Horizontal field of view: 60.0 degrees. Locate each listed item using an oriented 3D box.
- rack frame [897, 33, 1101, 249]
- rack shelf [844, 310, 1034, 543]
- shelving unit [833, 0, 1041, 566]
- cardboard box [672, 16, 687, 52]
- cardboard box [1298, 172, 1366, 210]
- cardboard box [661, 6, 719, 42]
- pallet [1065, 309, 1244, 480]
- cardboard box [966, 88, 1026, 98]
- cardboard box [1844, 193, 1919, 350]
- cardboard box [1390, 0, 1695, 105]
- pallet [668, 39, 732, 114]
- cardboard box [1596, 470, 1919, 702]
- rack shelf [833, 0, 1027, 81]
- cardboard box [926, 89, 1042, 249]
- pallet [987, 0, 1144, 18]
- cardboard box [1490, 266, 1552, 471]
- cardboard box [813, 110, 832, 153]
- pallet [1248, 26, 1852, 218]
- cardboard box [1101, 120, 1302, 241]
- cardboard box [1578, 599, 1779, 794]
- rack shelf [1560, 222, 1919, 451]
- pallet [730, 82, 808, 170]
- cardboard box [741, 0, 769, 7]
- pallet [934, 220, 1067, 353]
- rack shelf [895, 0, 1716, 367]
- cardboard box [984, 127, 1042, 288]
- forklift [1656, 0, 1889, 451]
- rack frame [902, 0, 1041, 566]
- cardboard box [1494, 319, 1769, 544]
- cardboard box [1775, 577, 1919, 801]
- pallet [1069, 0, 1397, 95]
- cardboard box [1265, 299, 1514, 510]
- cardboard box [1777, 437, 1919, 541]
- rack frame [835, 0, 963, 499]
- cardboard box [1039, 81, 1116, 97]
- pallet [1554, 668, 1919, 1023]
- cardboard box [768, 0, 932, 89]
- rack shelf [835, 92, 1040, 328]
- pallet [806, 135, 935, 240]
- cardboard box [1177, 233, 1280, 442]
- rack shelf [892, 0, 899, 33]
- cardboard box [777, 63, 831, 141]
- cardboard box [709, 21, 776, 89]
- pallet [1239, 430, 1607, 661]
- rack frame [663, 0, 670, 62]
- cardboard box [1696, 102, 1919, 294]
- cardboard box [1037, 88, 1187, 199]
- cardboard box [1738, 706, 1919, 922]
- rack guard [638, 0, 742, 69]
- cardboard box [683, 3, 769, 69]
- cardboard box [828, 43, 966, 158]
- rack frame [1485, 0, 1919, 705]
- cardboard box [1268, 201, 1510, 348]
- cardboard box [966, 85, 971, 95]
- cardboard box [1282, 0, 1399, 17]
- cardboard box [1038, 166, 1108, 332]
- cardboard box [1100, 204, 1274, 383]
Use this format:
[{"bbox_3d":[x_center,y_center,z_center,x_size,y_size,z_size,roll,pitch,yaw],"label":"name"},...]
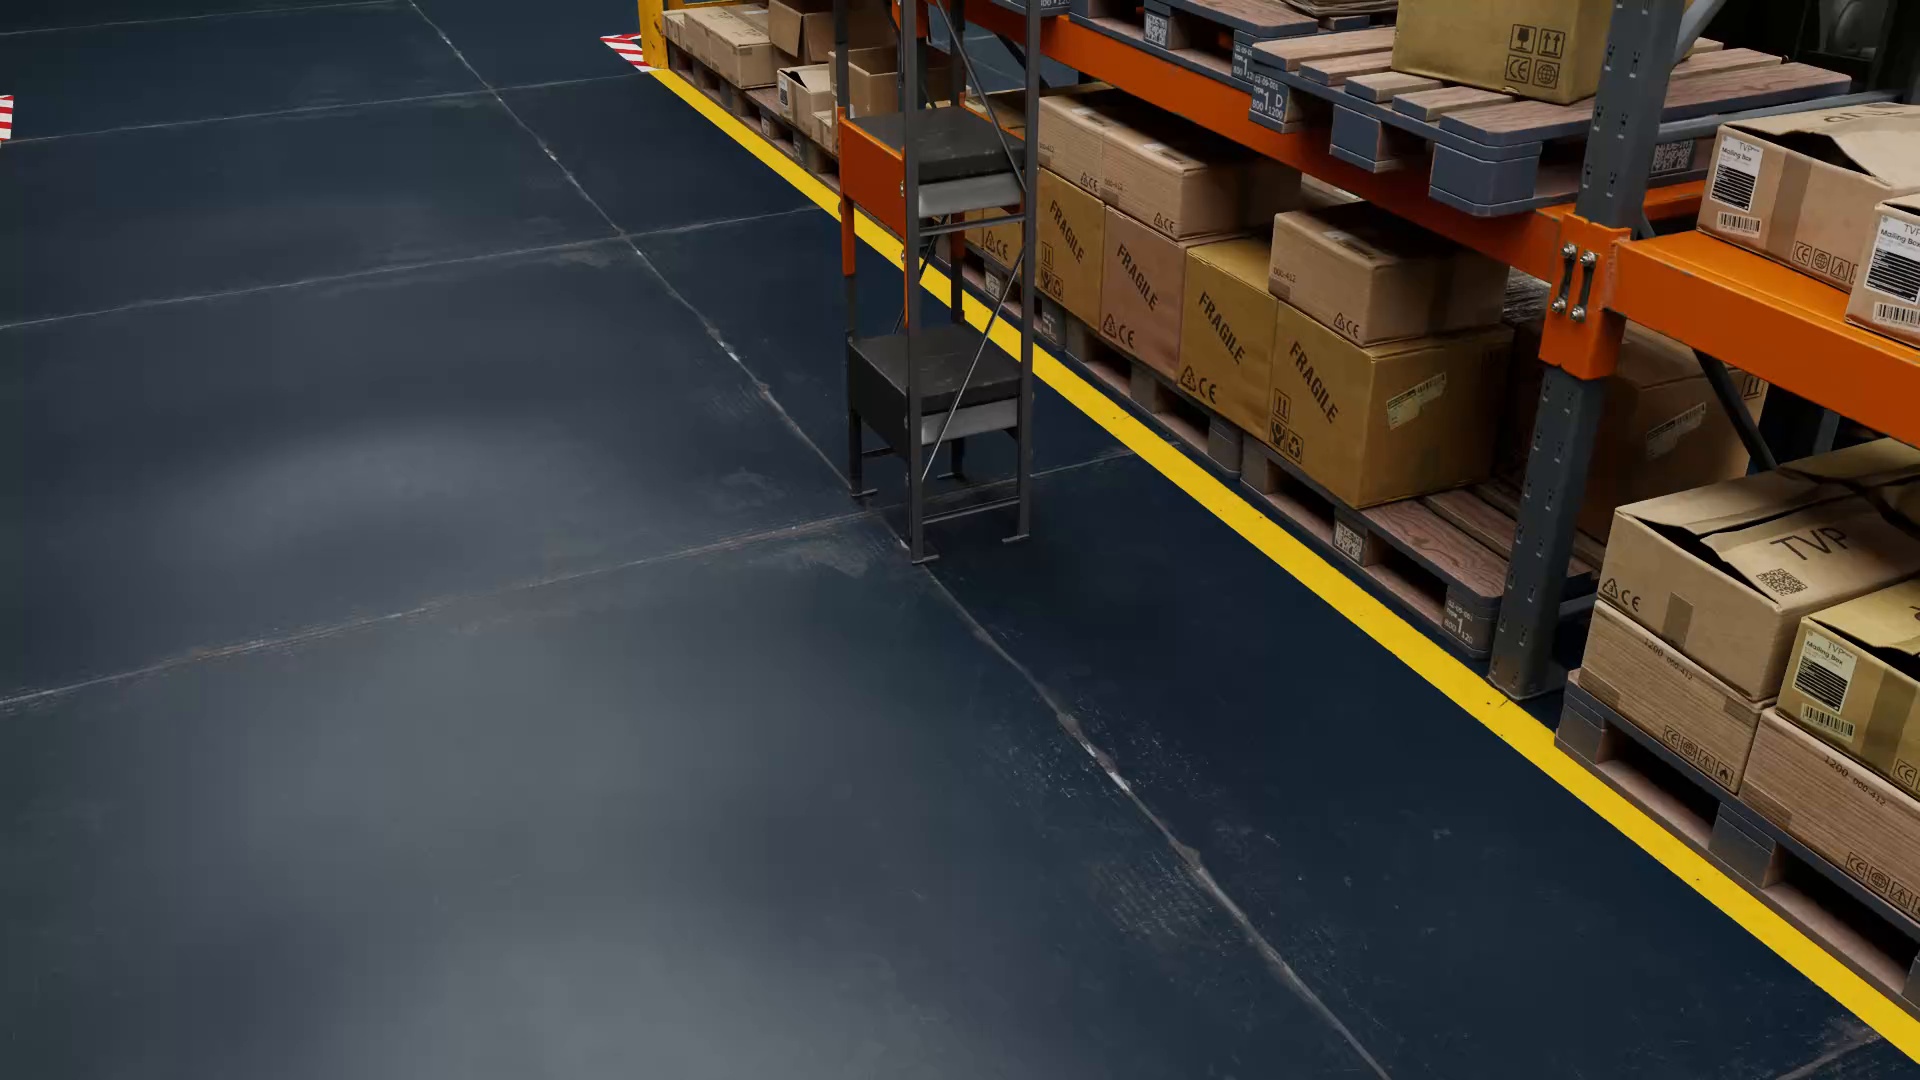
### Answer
[{"bbox_3d":[0.201,-2.766,7.115,1.000,3.000,0.127,-13,32,-22],"label":"rack frame"},{"bbox_3d":[-0.071,-0.367,5.216,0.431,0.518,0.480,-13,32,-22],"label":"rack shelf"},{"bbox_3d":[-0.071,-0.989,4.867,0.431,2.100,0.503,-13,32,-22],"label":"shelving unit"},{"bbox_3d":[-1.539,-3.121,10.196,0.380,0.166,0.250,-13,32,-22],"label":"cardboard box"},{"bbox_3d":[1.312,-1.043,6.150,0.500,0.500,0.500,-14,32,-24],"label":"cardboard box"},{"bbox_3d":[-1.647,-3.224,10.397,0.380,0.149,0.250,-13,32,-22],"label":"cardboard box"},{"bbox_3d":[1.112,-0.658,6.208,1.003,0.211,1.213,-13,32,-22],"label":"pallet"},{"bbox_3d":[0.216,-2.016,8.077,0.500,0.311,0.500,-13,32,-22],"label":"cardboard box"},{"bbox_3d":[2.127,-0.524,3.209,0.500,0.311,0.500,-13,32,-23],"label":"cardboard box"},{"bbox_3d":[1.546,-1.480,4.291,0.700,0.500,0.500,-26,38,-38],"label":"cardboard box"},{"bbox_3d":[-1.140,-2.931,10.261,1.003,0.211,1.213,-13,32,-22],"label":"pallet"},{"bbox_3d":[1.878,0.066,3.874,0.500,0.311,0.500,-12,31,-20],"label":"cardboard box"},{"bbox_3d":[-0.071,-1.588,4.531,0.431,0.518,0.480,-13,32,-22],"label":"rack shelf"},{"bbox_3d":[0.189,-1.602,7.147,0.500,0.500,0.500,-15,32,-24],"label":"cardboard box"},{"bbox_3d":[0.446,-2.306,6.492,1.003,0.211,1.213,-13,32,-22],"label":"pallet"},{"bbox_3d":[1.751,-0.591,5.344,0.500,0.500,0.500,-14,32,-24],"label":"cardboard box"},{"bbox_3d":[-0.515,-2.059,8.320,0.380,0.149,0.250,-13,32,-22],"label":"cardboard box"},{"bbox_3d":[1.564,-1.200,4.519,1.213,0.211,1.003,-13,32,-22],"label":"pallet"},{"bbox_3d":[0.834,-1.266,5.780,0.500,0.250,0.500,-14,32,-23],"label":"cardboard box"},{"bbox_3d":[1.878,0.311,4.011,0.500,0.250,0.500,-13,32,-22],"label":"cardboard box"},{"bbox_3d":[2.777,0.199,2.564,1.077,0.370,4.000,-13,32,-22],"label":"rack shelf"},{"bbox_3d":[-0.620,-2.392,9.301,1.003,0.211,1.213,-13,32,-22],"label":"pallet"},{"bbox_3d":[-1.060,-3.446,10.434,0.500,0.500,0.500,-13,32,-22],"label":"cardboard box"},{"bbox_3d":[0.585,-1.198,7.171,1.003,0.211,1.213,-13,32,-22],"label":"pallet"},{"bbox_3d":[1.060,-1.568,5.715,1.077,0.370,4.000,-13,32,-22],"label":"rack shelf"},{"bbox_3d":[0.428,-1.369,6.730,0.500,0.500,0.500,-13,32,-21],"label":"cardboard box"},{"bbox_3d":[3.185,-1.777,5.423,1.130,2.935,3.031,-25,38,-37],"label":"forklift"},{"bbox_3d":[0.034,-0.881,4.675,0.400,2.100,0.015,-13,32,-22],"label":"rack frame"},{"bbox_3d":[1.981,-0.361,4.933,0.500,0.500,0.500,-12,31,-20],"label":"cardboard box"},{"bbox_3d":[2.111,0.296,3.463,0.500,0.311,0.500,-14,32,-23],"label":"cardboard box"},{"bbox_3d":[1.079,-1.773,5.541,1.003,0.211,1.213,-13,32,-22],"label":"pallet"},{"bbox_3d":[1.305,-0.464,5.117,0.500,0.500,0.500,-12,31,-20],"label":"cardboard box"},{"bbox_3d":[2.366,-0.047,4.076,0.500,0.311,0.500,-12,32,-21],"label":"cardboard box"},{"bbox_3d":[-0.176,-1.097,5.059,0.400,2.100,0.015,-13,32,-22],"label":"rack frame"},{"bbox_3d":[0.672,-1.709,7.337,0.500,0.500,0.500,-13,32,-22],"label":"cardboard box"},{"bbox_3d":[2.237,0.589,3.983,1.003,0.211,1.213,-13,32,-22],"label":"pallet"},{"bbox_3d":[-0.610,-2.697,9.096,0.797,0.503,0.637,-13,32,-22],"label":"cardboard box"},{"bbox_3d":[-0.071,-0.977,4.874,0.431,0.518,0.480,-13,32,-22],"label":"rack shelf"},{"bbox_3d":[-0.093,-1.853,8.338,1.003,0.211,1.213,-13,32,-22],"label":"pallet"},{"bbox_3d":[1.083,-0.693,5.524,0.500,0.500,0.500,-14,32,-24],"label":"cardboard box"},{"bbox_3d":[-0.657,-3.335,8.867,1.077,0.370,4.000,-13,32,-22],"label":"rack shelf"},{"bbox_3d":[-0.622,-2.308,8.599,0.500,0.311,0.500,-13,32,-22],"label":"cardboard box"},{"bbox_3d":[-1.110,-2.784,9.509,0.500,0.250,0.500,-13,32,-22],"label":"cardboard box"},{"bbox_3d":[1.632,-0.120,5.248,1.003,0.211,1.213,-13,32,-22],"label":"pallet"},{"bbox_3d":[-1.516,-4.532,10.266,1.000,3.000,0.127,-13,32,-22],"label":"rack frame"},{"bbox_3d":[2.035,-0.790,3.683,0.500,0.311,0.500,-11,31,-19],"label":"cardboard box"},{"bbox_3d":[0.618,-1.488,6.175,0.500,0.250,0.500,-13,32,-22],"label":"cardboard box"},{"bbox_3d":[2.095,0.532,3.616,0.500,0.250,0.500,-14,32,-23],"label":"cardboard box"},{"bbox_3d":[-1.483,-3.409,10.818,1.175,0.500,0.348,-13,32,-22],"label":"rack guard"},{"bbox_3d":[-1.324,-3.004,9.903,0.500,0.250,0.500,-13,32,-22],"label":"cardboard box"},{"bbox_3d":[-0.300,-2.059,7.961,0.500,0.500,0.500,-13,32,-22],"label":"cardboard box"},{"bbox_3d":[1.918,-0.999,3.964,1.000,3.000,0.127,-13,32,-22],"label":"rack frame"},{"bbox_3d":[1.277,-0.815,4.976,0.500,0.250,0.500,-12,31,-20],"label":"cardboard box"},{"bbox_3d":[-0.164,-2.332,8.790,0.380,0.166,0.250,-13,32,-22],"label":"cardboard box"},{"bbox_3d":[1.326,-1.924,5.083,0.700,0.500,0.500,-7,30,-13],"label":"cardboard box"},{"bbox_3d":[0.636,-1.147,6.334,0.500,0.500,0.500,-13,32,-21],"label":"cardboard box"},{"bbox_3d":[0.852,-0.923,5.936,0.500,0.500,0.500,-14,32,-24],"label":"cardboard box"}]
